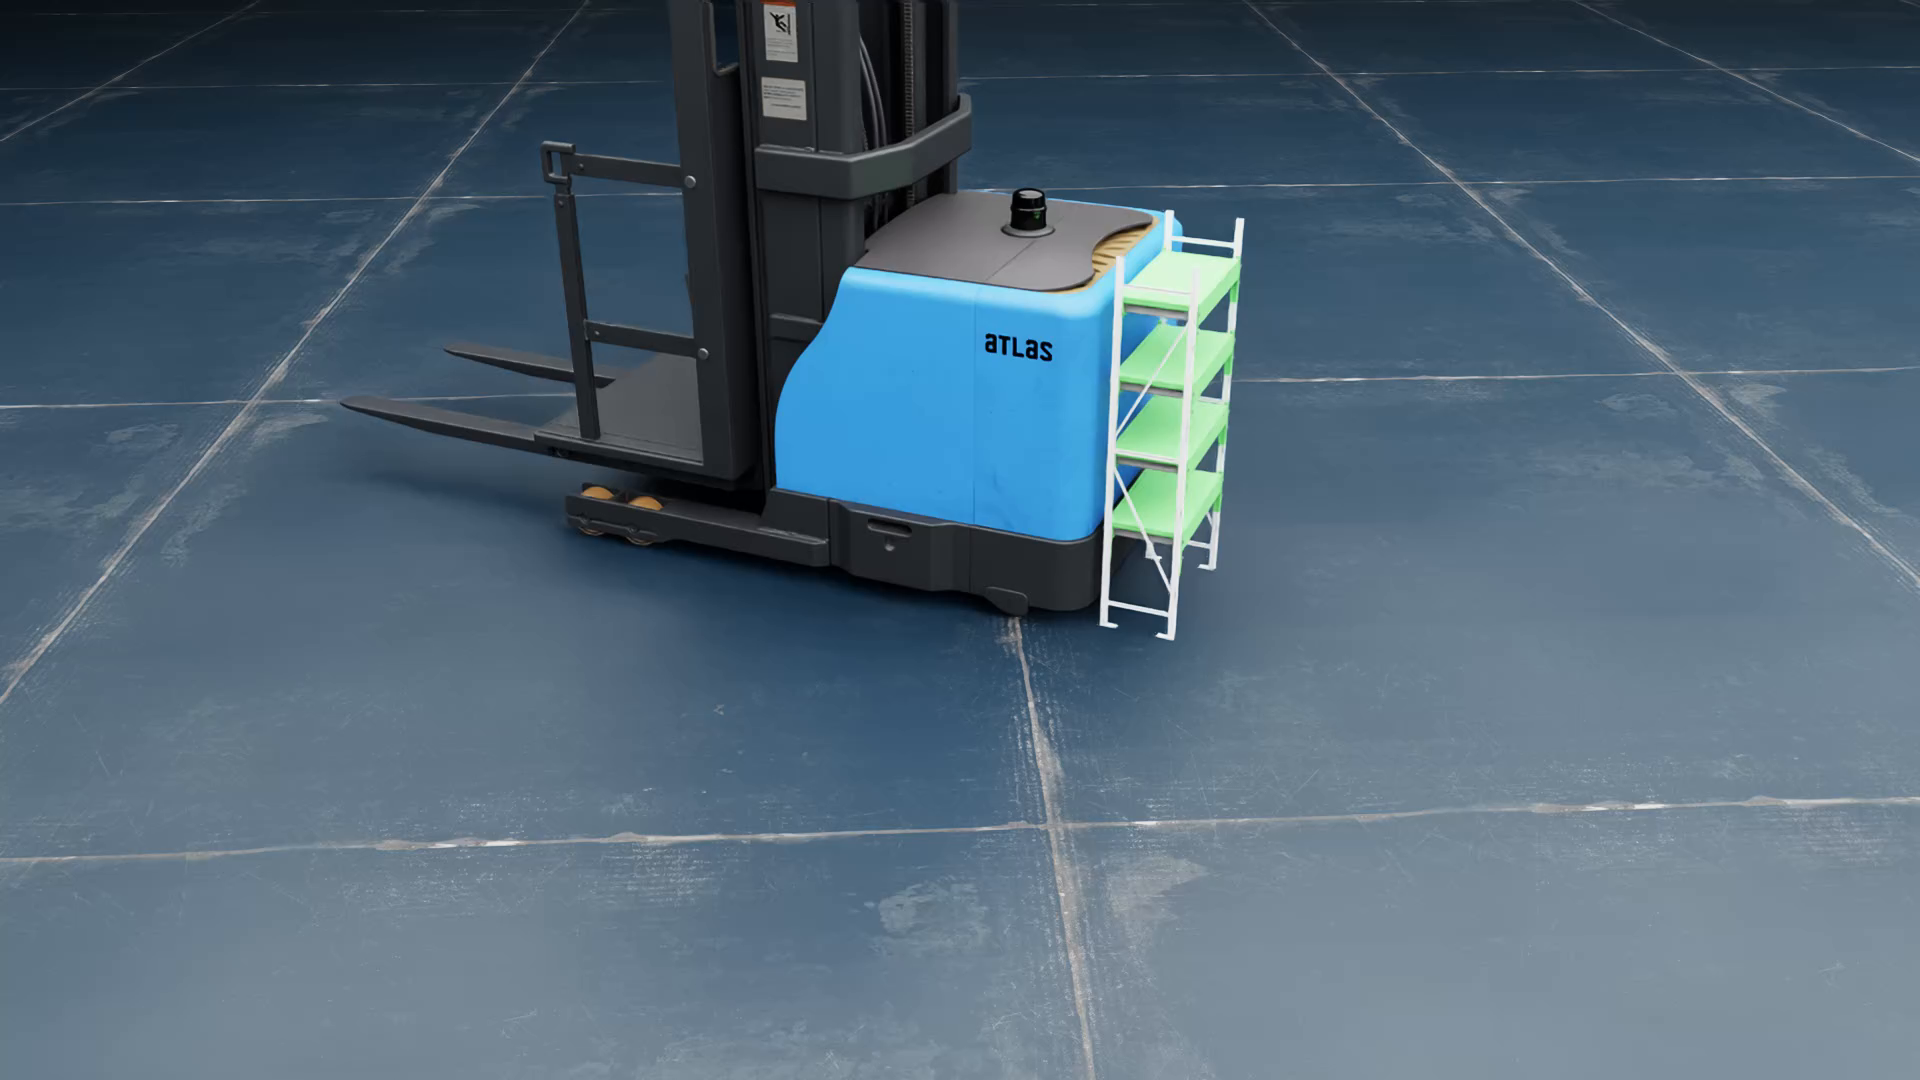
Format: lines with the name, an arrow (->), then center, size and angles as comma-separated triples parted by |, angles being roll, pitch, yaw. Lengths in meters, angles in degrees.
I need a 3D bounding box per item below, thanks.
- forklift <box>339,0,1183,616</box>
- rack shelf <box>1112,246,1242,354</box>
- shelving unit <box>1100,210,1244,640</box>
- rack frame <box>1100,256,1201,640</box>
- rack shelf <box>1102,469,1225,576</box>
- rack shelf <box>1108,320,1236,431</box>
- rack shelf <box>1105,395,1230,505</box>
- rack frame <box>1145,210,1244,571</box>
forklift -> -0.816, -1.492, 5.441 | 3.031, 2.935, 1.130 | 11, 29, 20
rack shelf -> 0.648, -0.718, 4.930 | 0.258, 0.148, 0.480 | 11, 29, 20
shelving unit -> 0.648, -0.349, 5.122 | 0.258, 1.200, 0.503 | 11, 29, 20
rack frame -> 0.553, -0.245, 4.923 | 0.240, 1.200, 0.015 | 11, 29, 20
rack shelf -> 0.648, -0.080, 5.263 | 0.258, 0.148, 0.480 | 11, 29, 20
rack shelf -> 0.648, -0.506, 5.041 | 0.258, 0.148, 0.480 | 11, 29, 20
rack shelf -> 0.648, -0.293, 5.152 | 0.258, 0.148, 0.480 | 11, 29, 20
rack frame -> 0.742, -0.454, 5.322 | 0.240, 1.200, 0.015 | 11, 29, 20
